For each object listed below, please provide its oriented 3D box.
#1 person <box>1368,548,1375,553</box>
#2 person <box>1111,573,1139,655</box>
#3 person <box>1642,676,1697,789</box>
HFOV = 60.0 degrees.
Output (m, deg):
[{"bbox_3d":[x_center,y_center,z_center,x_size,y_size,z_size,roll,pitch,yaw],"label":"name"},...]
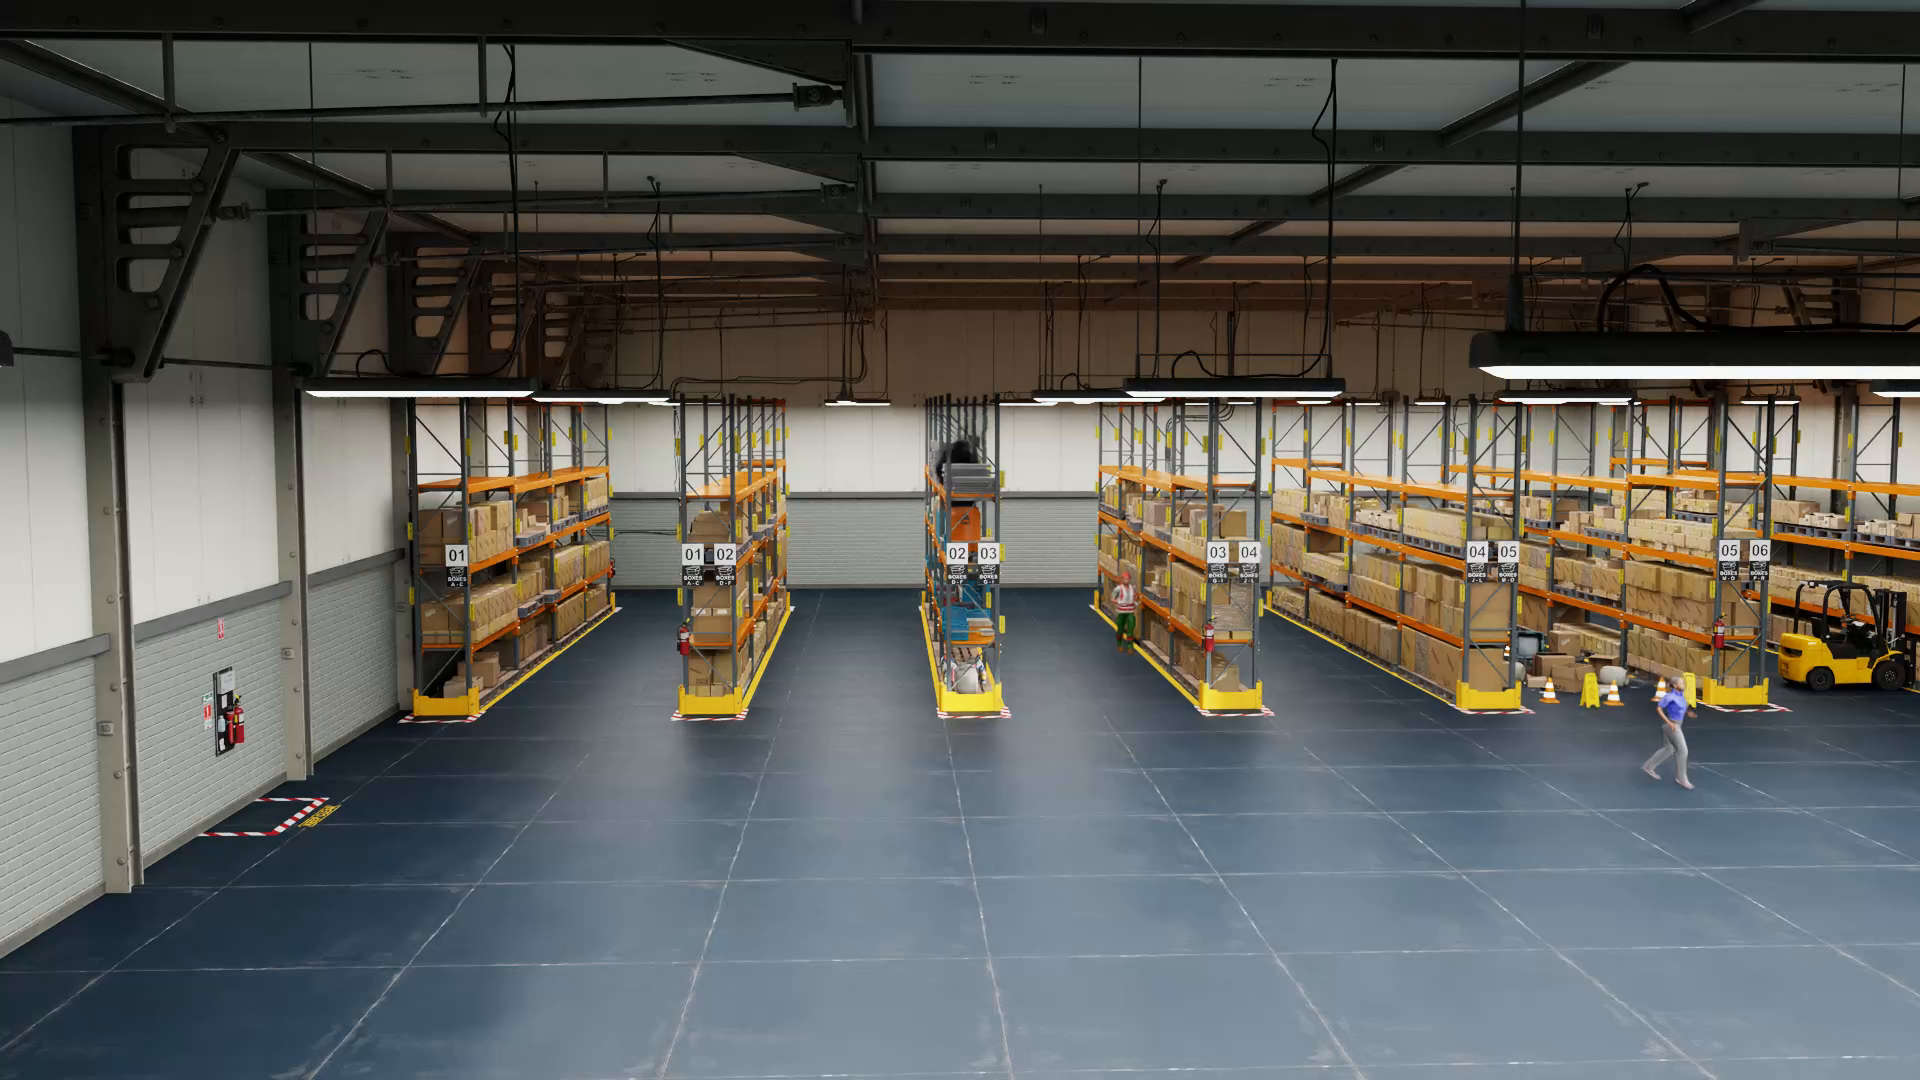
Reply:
[{"bbox_3d":[12.220,1.026,49.348,0.731,1.579,0.500,0,5,-1],"label":"person"},{"bbox_3d":[3.663,1.627,36.695,0.661,1.823,0.943,-1,5,-10],"label":"person"},{"bbox_3d":[10.810,2.896,25.319,0.786,1.698,0.569,3,5,34],"label":"person"}]
